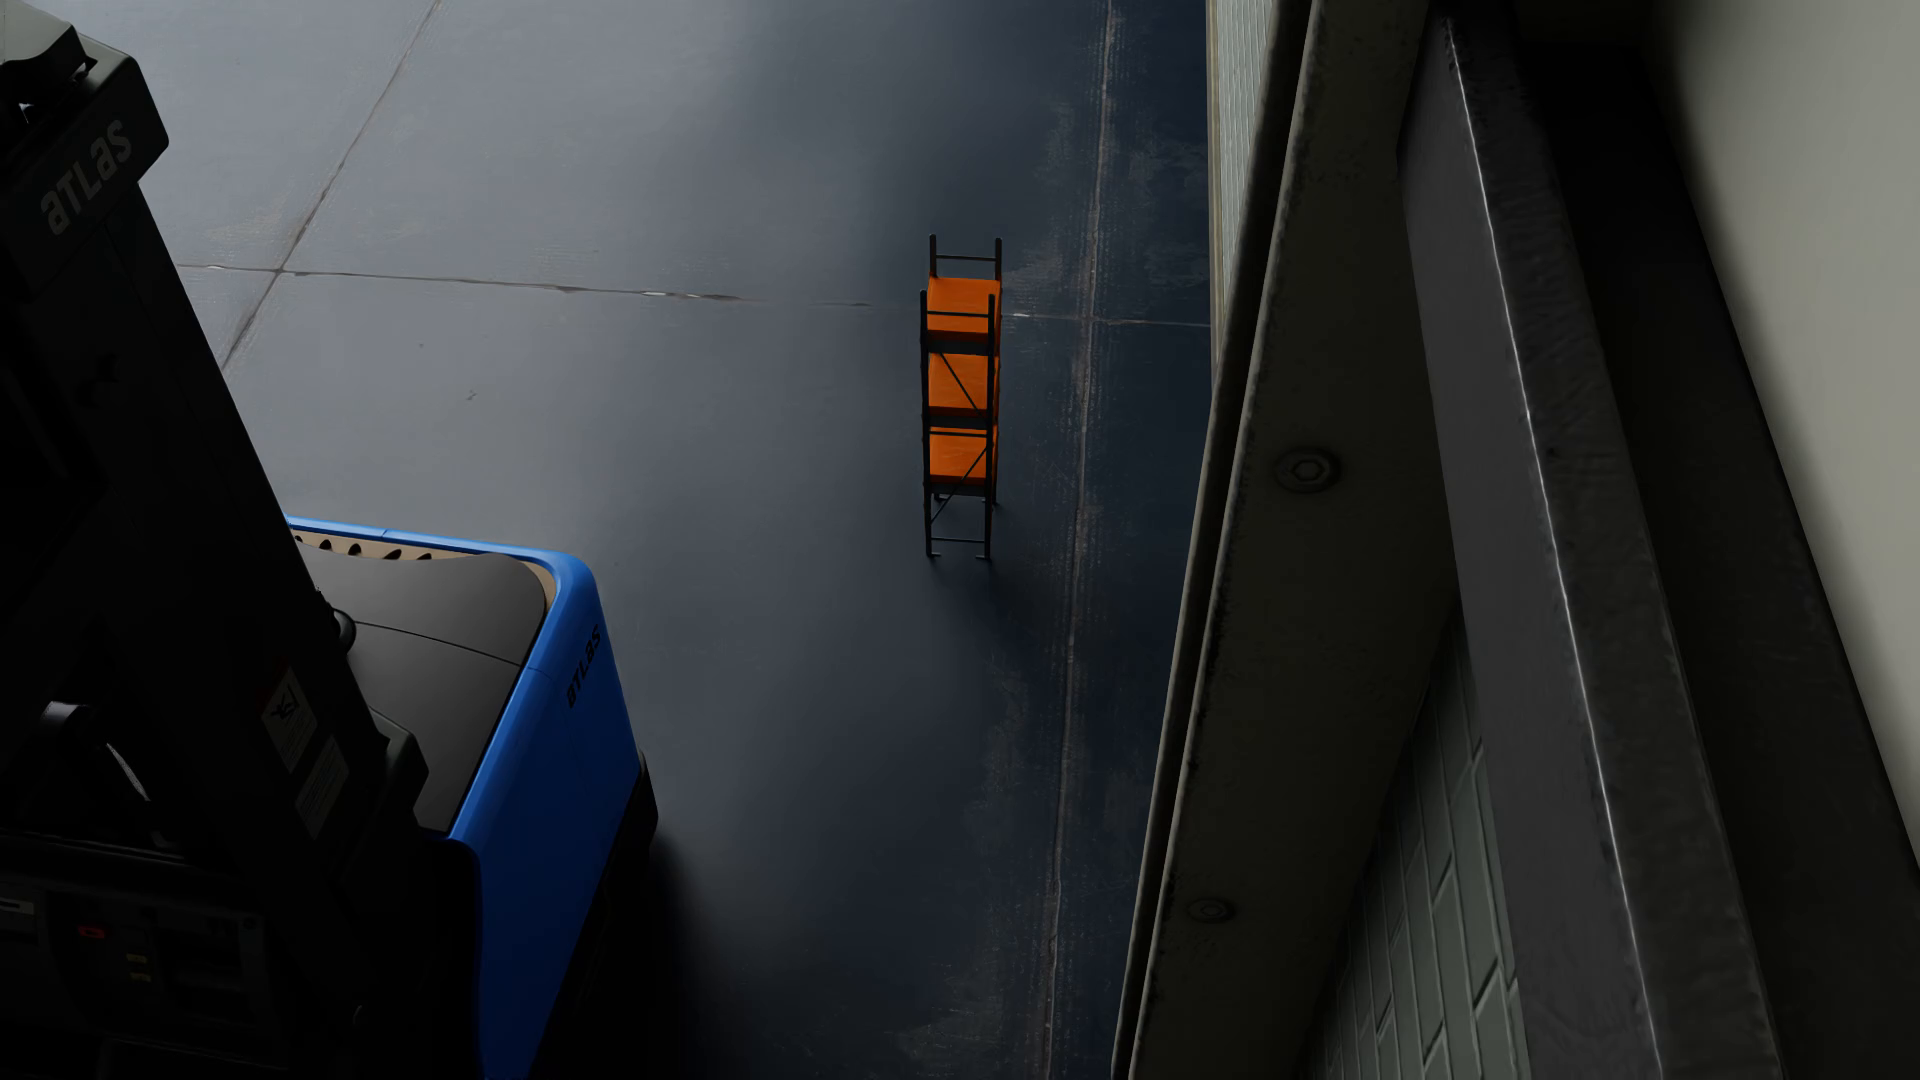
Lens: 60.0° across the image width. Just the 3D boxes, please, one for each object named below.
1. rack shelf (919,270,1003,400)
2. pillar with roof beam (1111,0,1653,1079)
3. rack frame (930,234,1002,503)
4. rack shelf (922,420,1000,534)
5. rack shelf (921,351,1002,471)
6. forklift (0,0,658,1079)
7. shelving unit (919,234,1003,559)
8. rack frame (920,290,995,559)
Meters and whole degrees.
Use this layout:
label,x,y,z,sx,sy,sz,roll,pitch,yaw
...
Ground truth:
label,x,y,z,sx,sy,sz,roll,pitch,yaw
rack shelf,0.005,-0.578,4.697,0.215,0.259,0.240,4,48,4
pillar with roof beam,-3.779,-1.896,0.885,9.100,9.000,0.400,4,48,4
rack frame,0.016,-0.483,4.981,0.200,1.050,0.008,4,48,4
rack shelf,0.005,-0.199,5.111,0.215,0.259,0.240,4,48,4
rack shelf,0.005,-0.387,4.906,0.215,0.259,0.240,4,48,4
forklift,-1.573,0.781,2.549,1.130,2.935,3.031,7,48,7
shelving unit,0.005,-0.394,4.899,0.215,1.050,0.252,4,48,4
rack frame,-0.006,-0.304,4.817,0.200,1.050,0.008,4,48,4
